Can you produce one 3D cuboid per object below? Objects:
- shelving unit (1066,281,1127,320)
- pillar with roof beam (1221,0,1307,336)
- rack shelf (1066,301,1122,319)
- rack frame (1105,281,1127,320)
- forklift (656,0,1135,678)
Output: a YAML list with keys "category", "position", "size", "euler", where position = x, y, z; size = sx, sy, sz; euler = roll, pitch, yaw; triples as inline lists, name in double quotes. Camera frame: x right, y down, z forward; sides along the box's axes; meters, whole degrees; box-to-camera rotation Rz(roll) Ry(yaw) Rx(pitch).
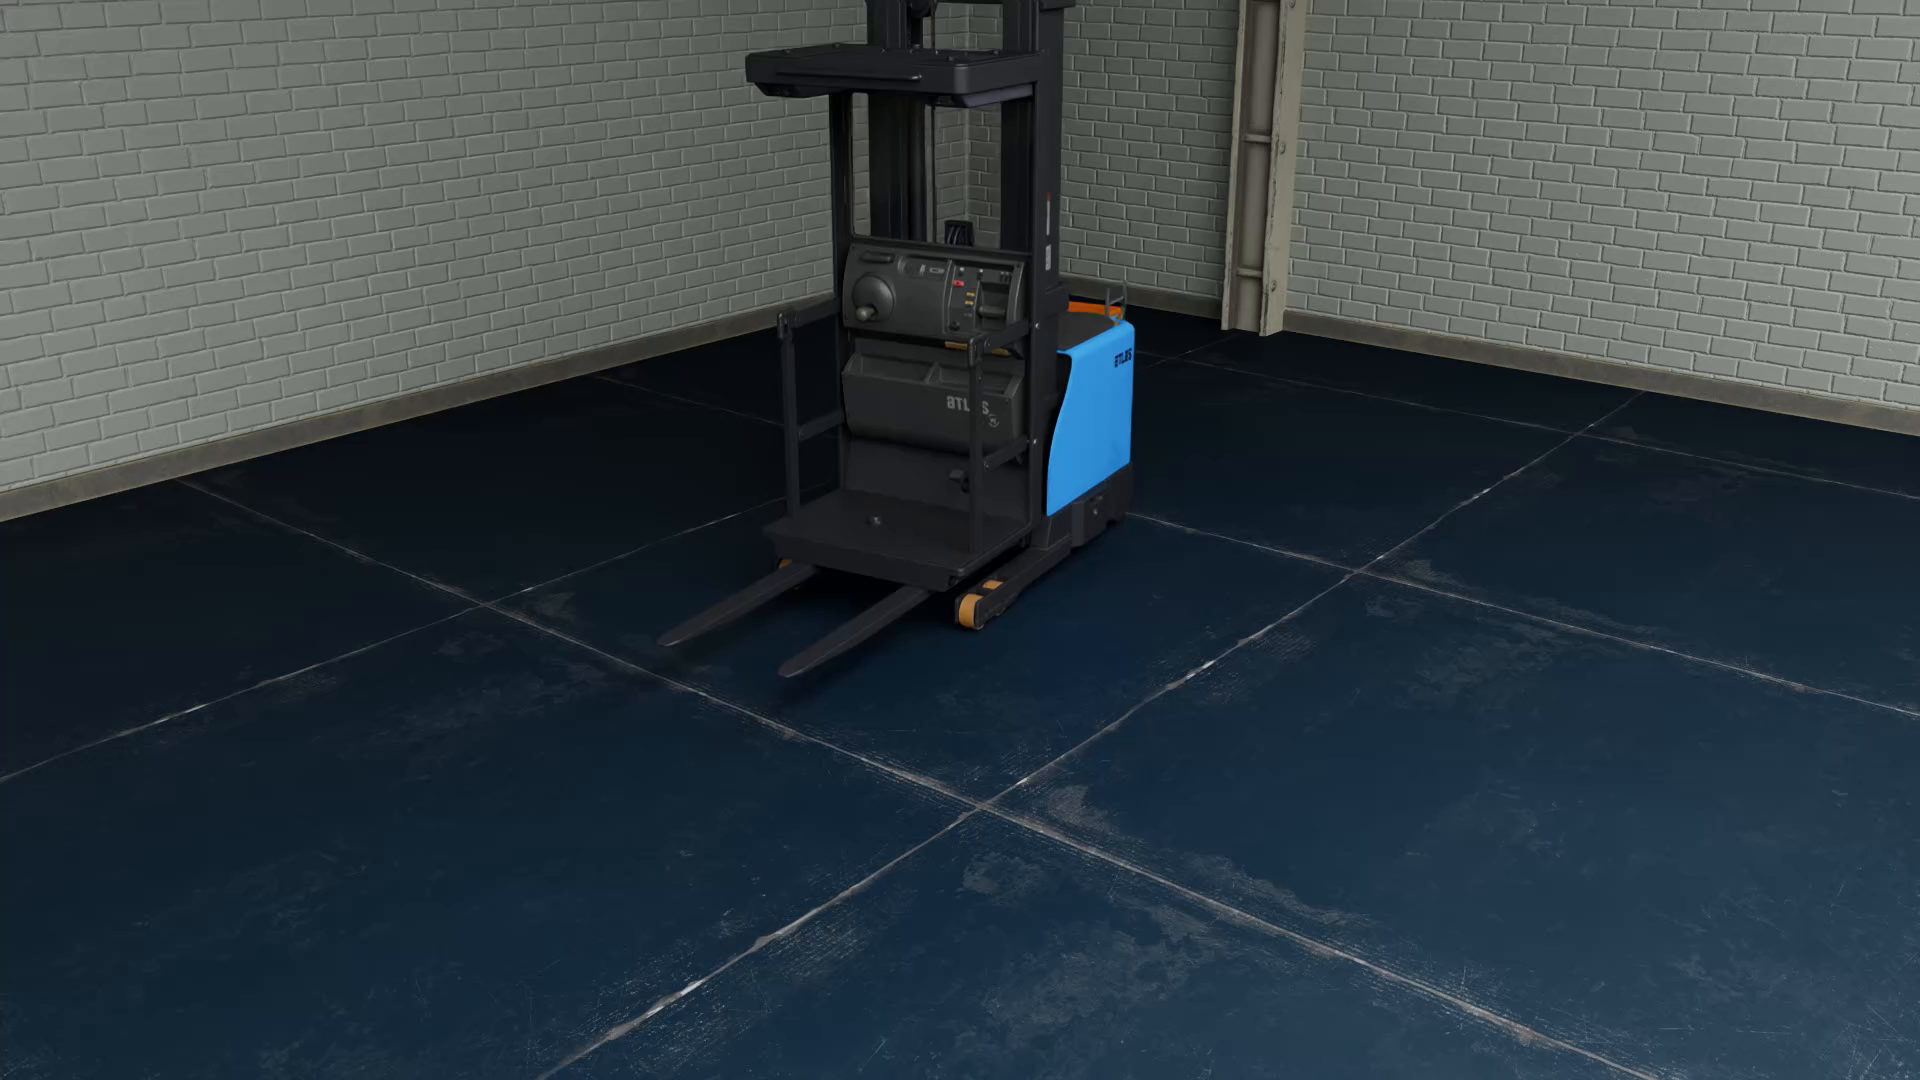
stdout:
- category: "shelving unit"
  position: [0.620, -0.838, 9.189]
  size: [0.503, 1.200, 0.258]
  euler: [11, 23, 27]
- category: "pillar with roof beam"
  position: [-0.427, -4.690, 8.352]
  size: [0.400, 9.000, 9.100]
  euler: [16, 26, 36]
- category: "rack shelf"
  position: [0.621, -1.207, 9.052]
  size: [0.480, 0.148, 0.258]
  euler: [11, 23, 27]
- category: "rack frame"
  position: [0.833, -0.796, 9.077]
  size: [0.015, 1.200, 0.240]
  euler: [11, 23, 27]
- category: "forklift"
  position: [-0.234, -1.143, 7.546]
  size: [1.130, 2.935, 3.031]
  euler: [11, 23, 27]
